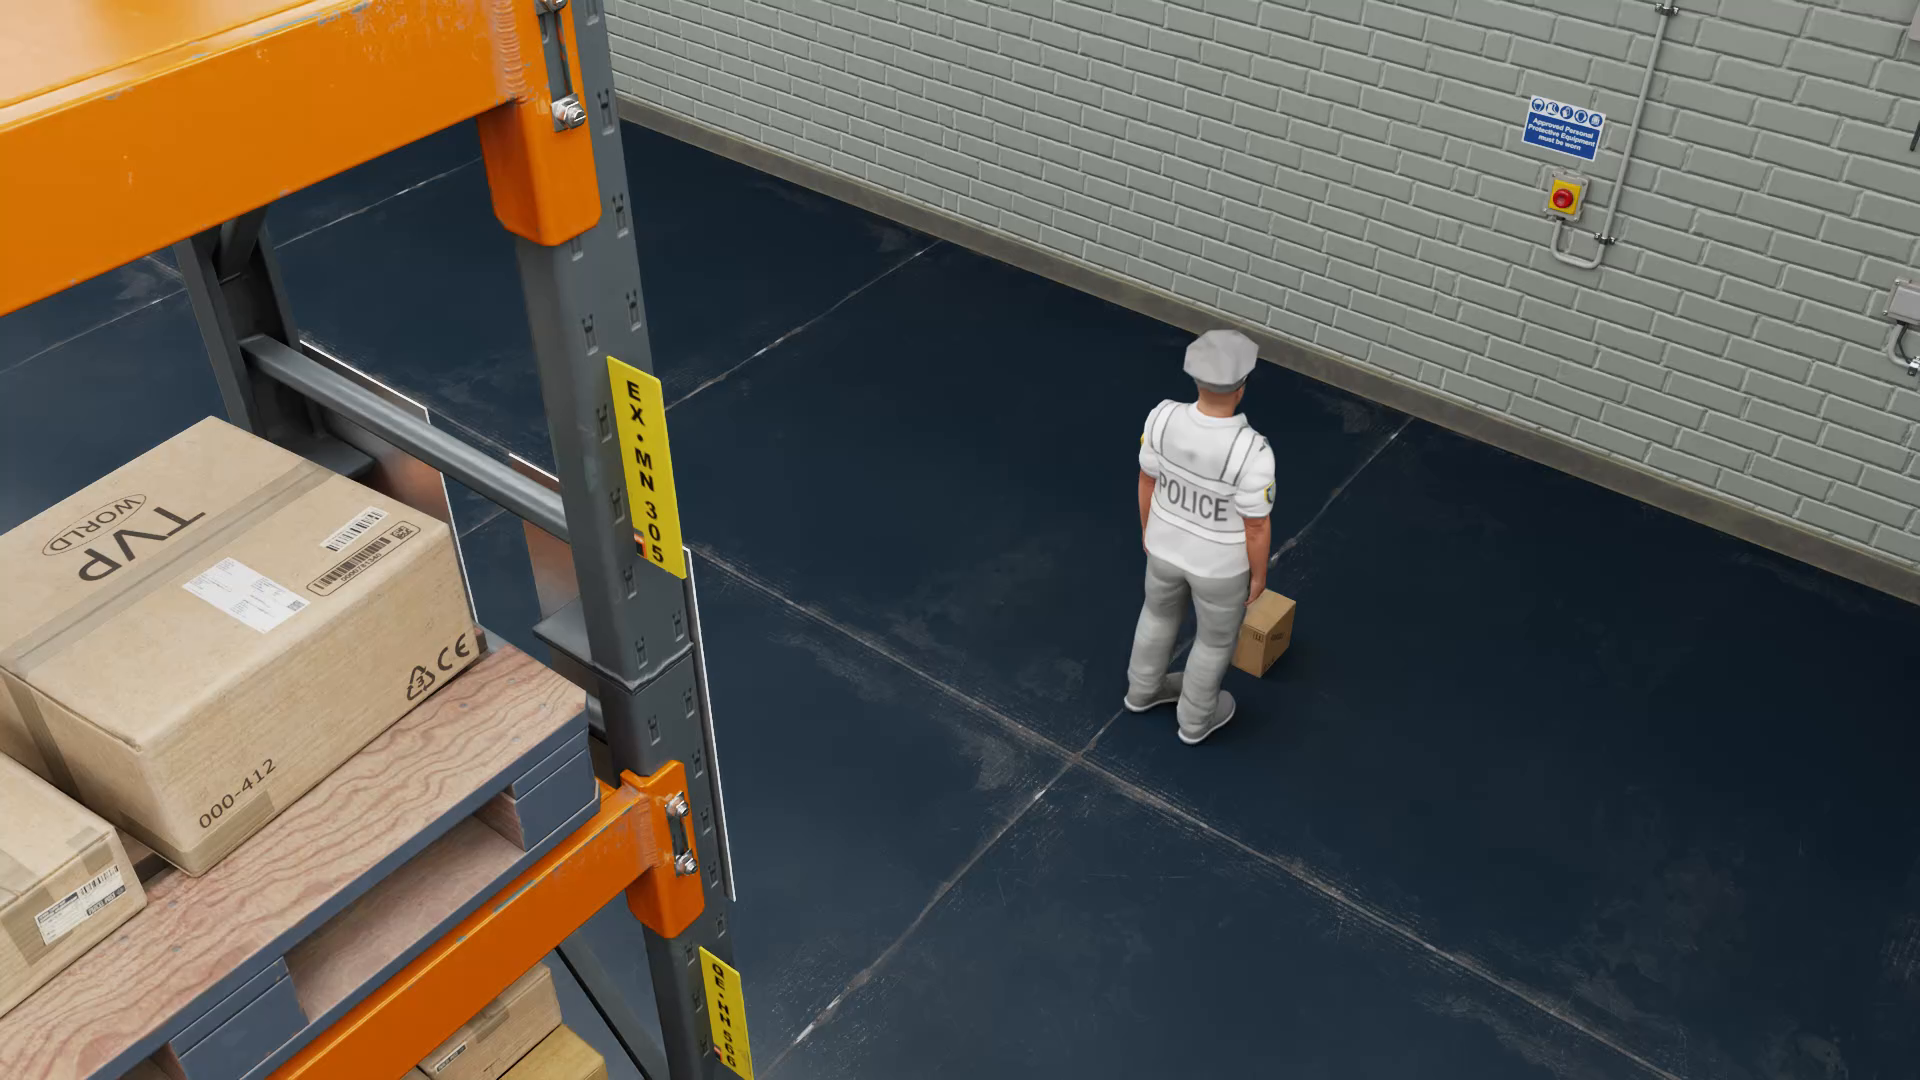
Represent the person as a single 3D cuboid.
[{"bbox_3d":[0.898,0.022,6.112,0.540,1.769,0.394,26,45,29],"label":"person"}]
